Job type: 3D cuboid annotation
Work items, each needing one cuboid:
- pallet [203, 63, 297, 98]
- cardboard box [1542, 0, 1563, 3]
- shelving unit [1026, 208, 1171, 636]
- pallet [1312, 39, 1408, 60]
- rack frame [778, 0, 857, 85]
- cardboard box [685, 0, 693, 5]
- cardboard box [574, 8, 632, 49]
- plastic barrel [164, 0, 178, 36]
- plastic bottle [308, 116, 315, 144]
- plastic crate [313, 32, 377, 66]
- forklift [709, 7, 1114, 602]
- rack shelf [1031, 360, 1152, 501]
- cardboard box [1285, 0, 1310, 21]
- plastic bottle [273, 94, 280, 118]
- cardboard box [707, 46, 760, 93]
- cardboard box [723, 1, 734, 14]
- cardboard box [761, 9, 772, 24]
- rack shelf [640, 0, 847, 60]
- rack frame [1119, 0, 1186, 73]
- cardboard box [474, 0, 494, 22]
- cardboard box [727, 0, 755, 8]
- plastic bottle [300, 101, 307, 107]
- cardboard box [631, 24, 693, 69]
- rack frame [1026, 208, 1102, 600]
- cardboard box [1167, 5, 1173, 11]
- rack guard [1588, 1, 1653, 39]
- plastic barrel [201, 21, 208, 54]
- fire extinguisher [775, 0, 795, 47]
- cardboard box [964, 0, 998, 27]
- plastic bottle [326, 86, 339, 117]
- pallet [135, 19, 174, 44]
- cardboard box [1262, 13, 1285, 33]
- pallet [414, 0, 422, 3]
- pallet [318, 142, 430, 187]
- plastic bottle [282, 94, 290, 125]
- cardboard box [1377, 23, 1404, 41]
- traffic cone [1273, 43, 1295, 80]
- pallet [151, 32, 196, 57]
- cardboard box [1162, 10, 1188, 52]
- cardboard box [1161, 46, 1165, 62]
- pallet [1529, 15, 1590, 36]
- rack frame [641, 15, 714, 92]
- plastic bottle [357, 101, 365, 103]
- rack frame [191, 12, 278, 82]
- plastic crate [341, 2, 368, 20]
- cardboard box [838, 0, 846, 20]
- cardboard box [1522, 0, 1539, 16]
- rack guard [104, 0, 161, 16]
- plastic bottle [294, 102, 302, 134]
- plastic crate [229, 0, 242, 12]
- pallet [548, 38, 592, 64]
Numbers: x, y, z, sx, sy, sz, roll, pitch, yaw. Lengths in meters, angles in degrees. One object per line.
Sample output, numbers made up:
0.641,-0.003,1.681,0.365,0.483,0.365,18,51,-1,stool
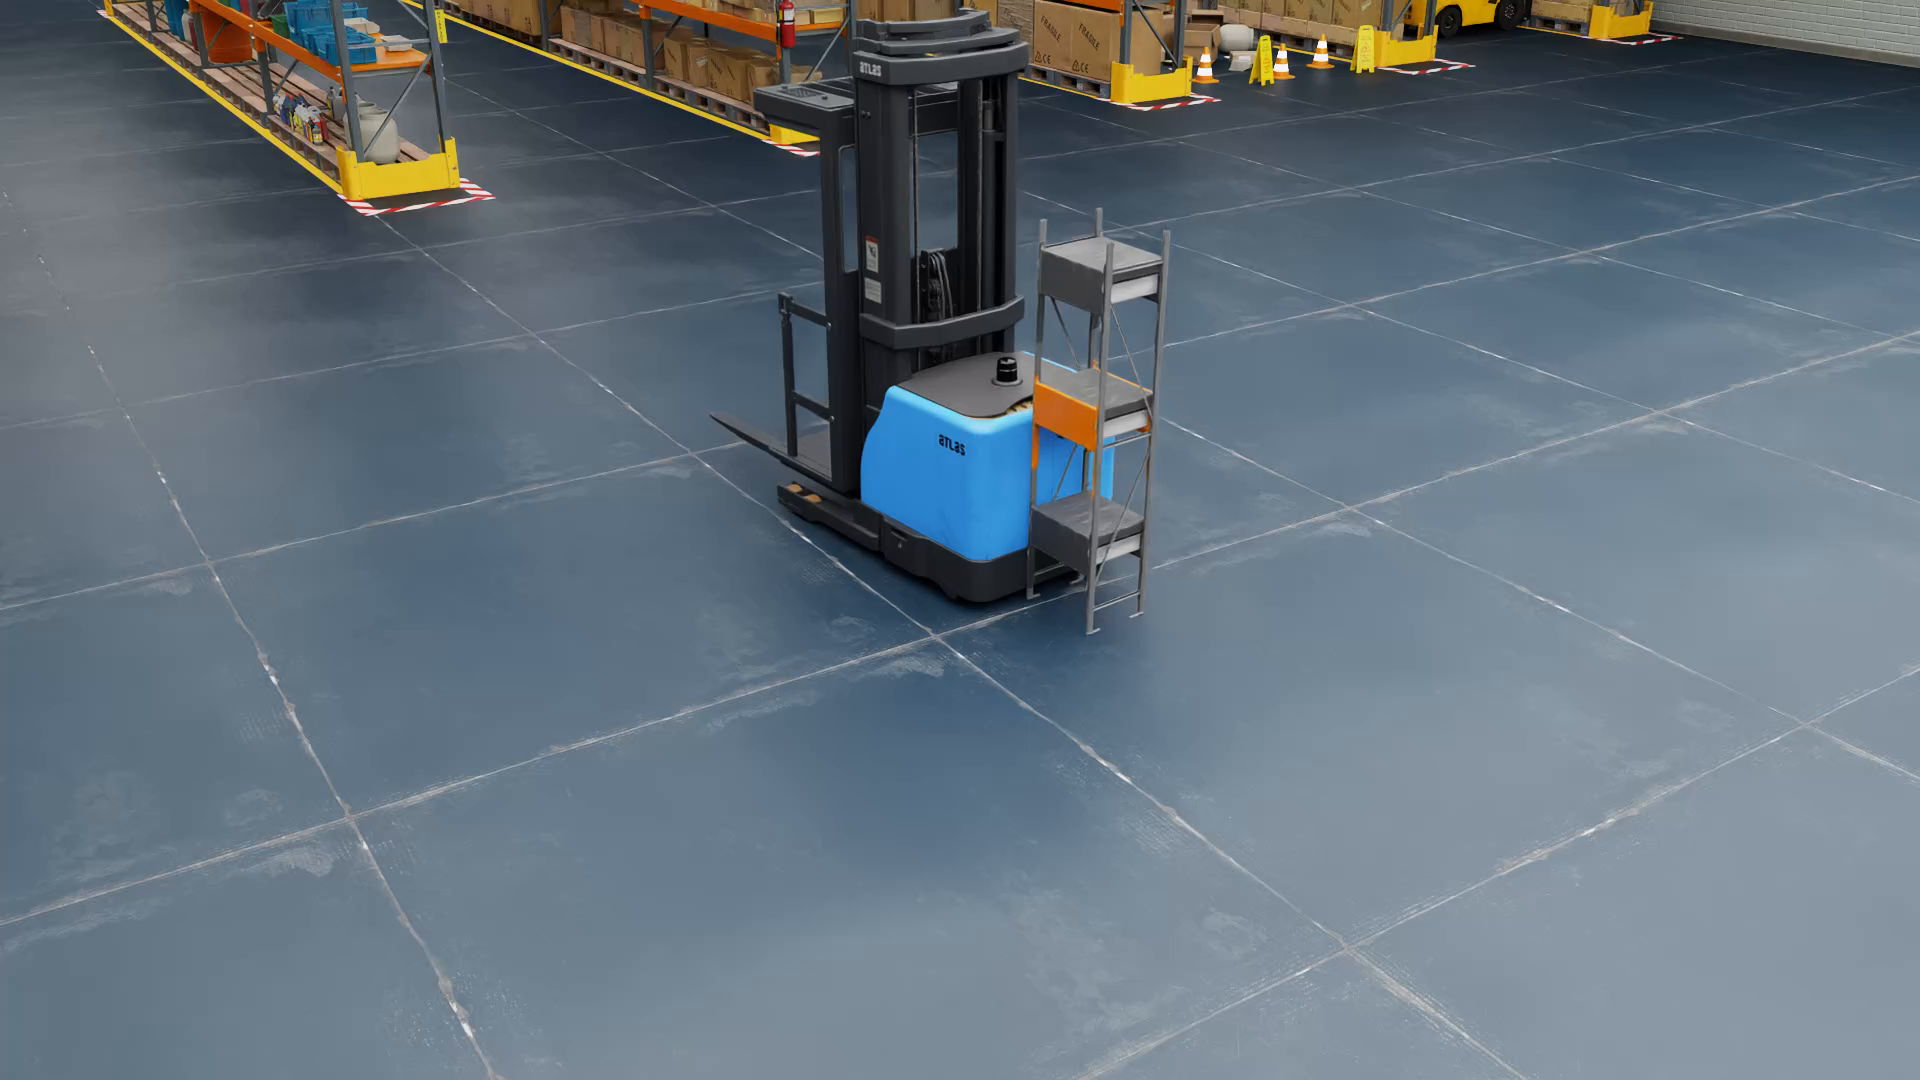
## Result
-9.787,-6.348,22.949,1.003,0.211,1.213,-16,29,-30,pallet
10.007,-9.111,27.679,0.500,0.250,0.500,-16,30,-30,cardboard box
0.685,-0.581,8.509,0.431,2.100,0.503,-18,32,-33,shelving unit
6.187,-7.562,25.522,1.003,0.211,1.213,-16,29,-30,pallet
-1.661,-6.188,19.344,1.000,3.000,0.127,-16,29,-30,rack frame
-3.276,-6.916,21.182,0.380,0.149,0.250,-16,29,-30,cardboard box
-5.332,-7.687,24.933,0.700,0.500,0.500,-18,31,-34,cardboard box
-12.079,-8.368,25.928,0.600,0.901,0.708,-16,29,-30,plastic barrel
-7.259,-4.596,18.639,0.061,0.283,0.133,-15,29,-28,plastic bottle
-6.334,-5.075,17.162,0.499,0.251,0.616,-16,29,-30,plastic crate
-0.452,-1.552,9.604,1.130,2.935,3.031,-19,31,-35,forklift
0.685,-0.569,8.515,0.431,0.518,0.480,-18,32,-33,rack shelf
5.429,-8.377,25.831,0.500,0.500,0.500,-16,30,-31,cardboard box
-8.187,-5.213,19.960,0.097,0.271,0.097,0,25,0,plastic bottle
-2.936,-6.119,21.634,0.500,0.500,0.500,-19,31,-34,cardboard box
-2.685,-6.571,20.450,0.380,0.149,0.250,-16,29,-30,cardboard box
-2.125,-6.217,19.701,0.380,0.149,0.250,-16,29,-30,cardboard box
-2.752,-6.578,21.013,1.077,0.370,4.000,-16,29,-30,rack shelf
2.550,-7.307,21.716,1.000,3.000,0.127,-16,29,-30,rack frame
-7.357,-9.165,27.648,1.225,0.875,0.875,-17,30,-31,cardboard box
-2.311,-6.721,20.009,0.875,0.500,0.500,-16,29,-30,cardboard box
-7.721,-5.020,19.551,0.097,0.271,0.097,0,25,0,plastic bottle
-4.161,-6.912,23.290,0.700,0.500,0.500,-18,31,-33,cardboard box
0.537,-0.669,8.682,0.400,2.100,0.015,-18,32,-33,rack frame
3.775,-9.373,28.677,0.950,0.372,0.625,-14,28,-26,cardboard box
10.812,-8.516,27.204,1.175,0.500,0.348,-16,29,-30,rack guard
-10.842,-7.312,24.147,0.421,0.512,0.421,0,25,0,plastic barrel
-1.984,-6.004,19.046,0.296,0.674,0.183,-16,29,-30,fire extinguisher
0.651,-7.726,24.599,0.875,0.875,0.875,-15,29,-29,cardboard box
-7.522,-5.268,19.984,0.144,0.351,0.185,-16,29,-30,plastic bottle
-12.795,-8.319,27.124,1.003,0.211,1.213,-16,29,-30,pallet
5.147,-8.223,26.384,0.500,0.250,0.500,-16,30,-30,cardboard box
-9.893,-10.382,31.494,1.003,0.211,1.213,-16,29,-30,pallet
-6.330,-4.080,18.146,1.003,0.211,1.213,-16,29,-30,pallet
-7.901,-5.080,19.584,0.144,0.351,0.185,-15,29,-28,plastic bottle
6.434,-7.797,25.481,0.500,0.250,0.500,-16,30,-30,cardboard box
4.582,-6.823,23.661,0.336,0.463,0.334,-16,29,-30,traffic cone
-11.975,-7.779,25.981,1.003,0.211,1.213,-16,29,-30,pallet
3.045,-7.800,25.525,0.797,0.637,0.503,-16,29,-30,cardboard box
2.848,-7.316,24.937,0.396,0.266,0.258,-10,27,-21,cardboard box
10.347,-8.658,27.843,1.003,0.211,1.213,-16,29,-30,pallet
-3.844,-7.618,22.374,1.000,3.000,0.127,-16,29,-30,rack frame
-7.035,-5.025,19.556,0.152,0.276,0.135,-15,29,-29,plastic bottle
-10.178,-7.895,22.960,1.000,3.000,0.127,-16,29,-30,rack frame
-7.162,-6.064,19.257,0.499,0.251,0.616,-16,29,-30,plastic crate
-1.560,-9.103,27.662,1.050,0.750,0.750,-16,30,-30,cardboard box
9.749,-9.057,28.151,0.500,0.250,0.500,-15,29,-29,cardboard box
-14.569,-9.631,29.567,1.175,0.500,0.348,-16,29,-30,rack guard
-7.566,-4.860,19.119,0.144,0.351,0.185,-16,30,-30,plastic bottle
-8.857,-6.779,20.615,0.392,0.384,0.575,-16,29,-30,plastic crate
-5.603,-7.508,25.407,1.003,0.211,1.213,-16,29,-30,pallet
